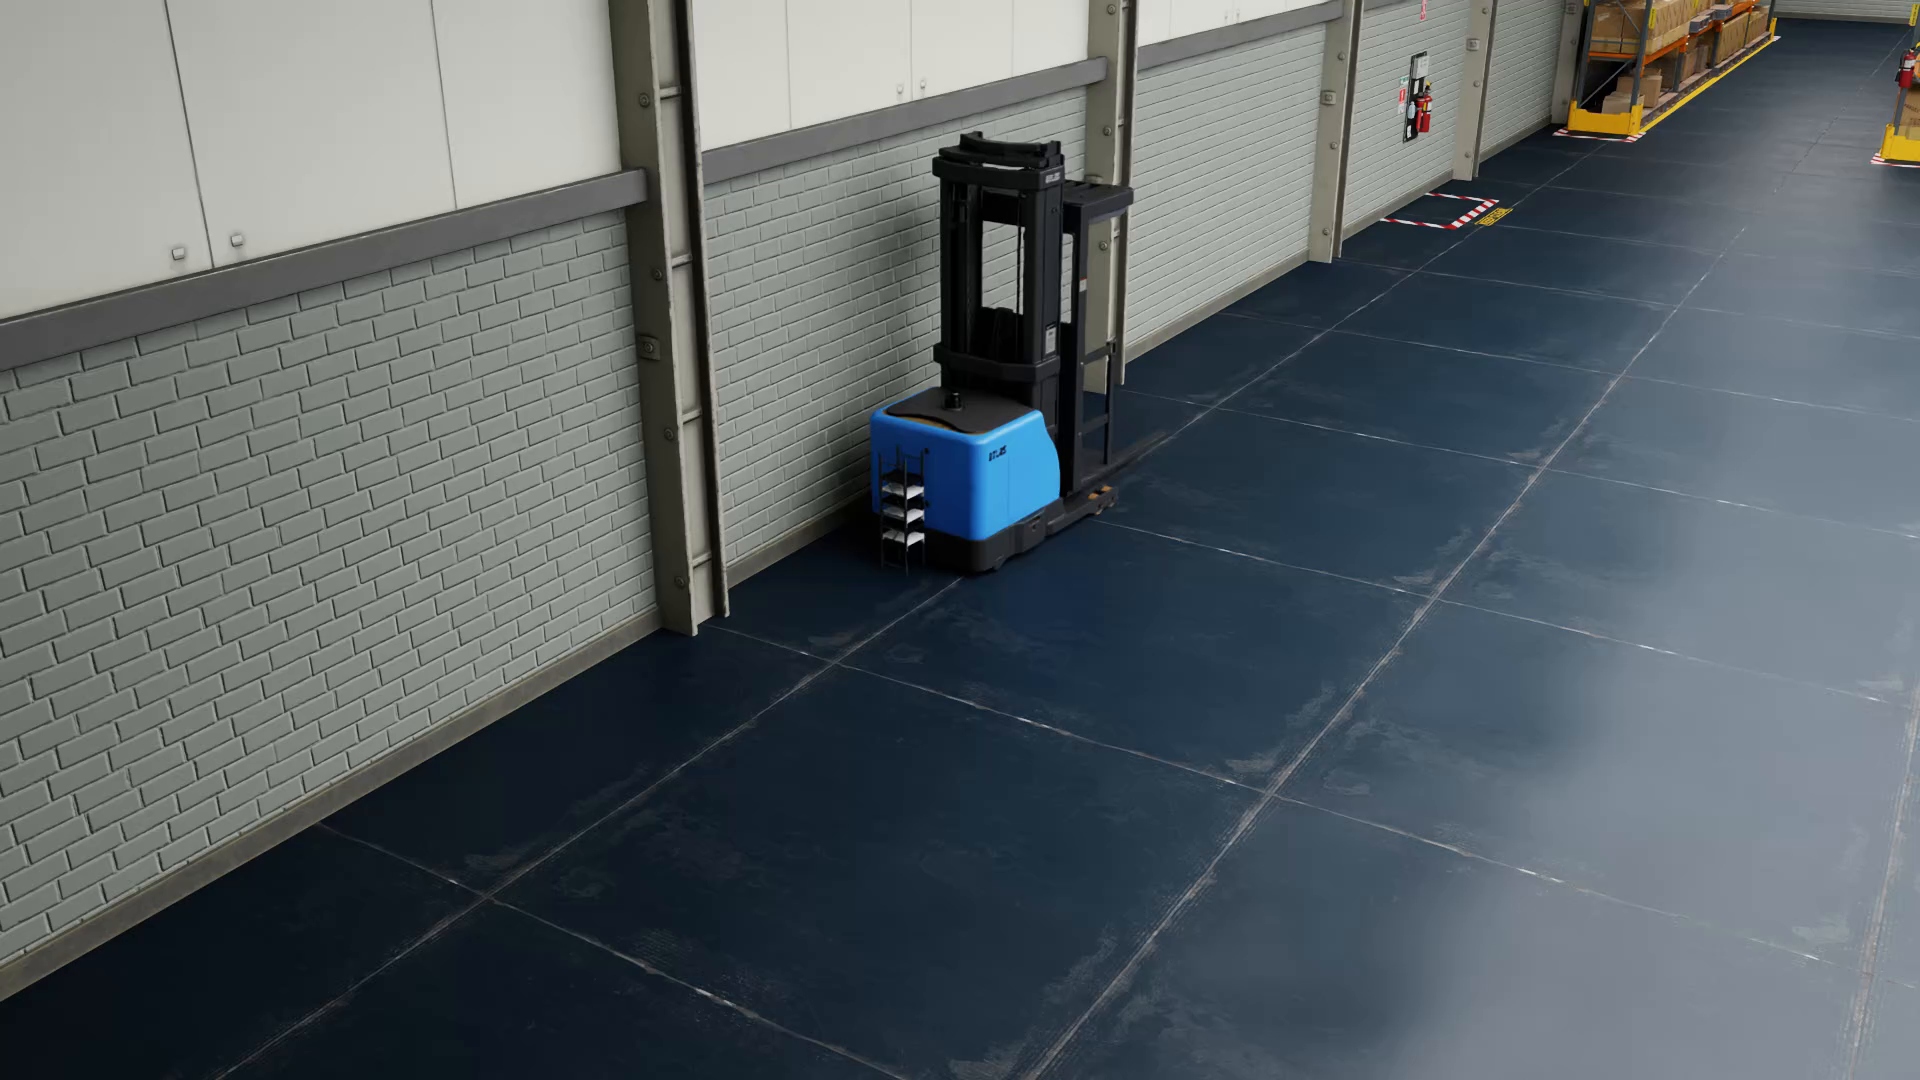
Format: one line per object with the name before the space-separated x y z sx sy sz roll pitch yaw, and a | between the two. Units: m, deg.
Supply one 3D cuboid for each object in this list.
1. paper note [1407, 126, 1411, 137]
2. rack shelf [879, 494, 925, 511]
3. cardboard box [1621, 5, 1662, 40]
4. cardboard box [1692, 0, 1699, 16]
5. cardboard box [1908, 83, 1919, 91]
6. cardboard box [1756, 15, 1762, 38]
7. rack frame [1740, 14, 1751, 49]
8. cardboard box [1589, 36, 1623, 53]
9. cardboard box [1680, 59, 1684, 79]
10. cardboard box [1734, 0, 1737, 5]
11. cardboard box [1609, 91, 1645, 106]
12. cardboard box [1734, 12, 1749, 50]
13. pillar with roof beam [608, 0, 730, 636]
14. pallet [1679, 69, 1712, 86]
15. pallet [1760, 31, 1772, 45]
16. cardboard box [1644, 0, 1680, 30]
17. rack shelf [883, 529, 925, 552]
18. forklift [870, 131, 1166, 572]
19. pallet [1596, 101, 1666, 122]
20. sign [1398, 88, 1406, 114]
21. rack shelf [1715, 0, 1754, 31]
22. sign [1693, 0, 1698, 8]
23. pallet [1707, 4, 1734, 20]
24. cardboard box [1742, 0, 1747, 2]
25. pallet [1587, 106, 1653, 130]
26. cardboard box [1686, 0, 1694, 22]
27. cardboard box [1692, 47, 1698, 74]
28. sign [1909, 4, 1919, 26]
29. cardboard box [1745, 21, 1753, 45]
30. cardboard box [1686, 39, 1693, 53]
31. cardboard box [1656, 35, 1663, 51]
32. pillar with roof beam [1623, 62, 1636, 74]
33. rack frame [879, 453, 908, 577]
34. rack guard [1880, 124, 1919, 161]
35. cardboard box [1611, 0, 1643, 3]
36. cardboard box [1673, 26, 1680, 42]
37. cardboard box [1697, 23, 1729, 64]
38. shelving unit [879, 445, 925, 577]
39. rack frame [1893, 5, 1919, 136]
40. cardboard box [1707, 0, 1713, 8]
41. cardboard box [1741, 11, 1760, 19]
paper note | 6.196 -5.631 22.926 0.016 0.148 0.142 14 27 29
rack shelf | -0.416 -0.259 11.908 0.258 0.077 0.200 16 28 32
cardboard box | 11.722 -8.897 28.581 0.500 0.500 0.500 14 27 29
cardboard box | 13.923 -10.464 32.301 0.700 0.500 0.500 17 29 34
cardboard box | 15.970 -7.336 27.745 0.500 0.500 0.500 14 27 29
cardboard box | 18.841 -12.364 39.988 0.700 0.500 0.500 13 27 27
rack frame | 17.544 -12.564 37.833 1.000 3.000 0.127 14 27 29
cardboard box | 11.296 -8.653 28.961 0.500 0.250 0.500 14 27 30
cardboard box | 13.928 -9.356 33.014 0.700 0.500 0.500 13 27 28
cardboard box | 16.749 -11.778 36.308 0.380 0.149 0.250 15 27 31
cardboard box | 11.957 -7.889 29.864 0.500 0.311 0.500 16 28 33
cardboard box | 17.312 -11.524 37.607 0.750 0.750 0.750 14 27 30
pillar with roof beam | 1.846 -2.682 7.455 9.100 9.000 0.400 14 27 29
pallet | 15.021 -9.671 34.660 1.003 0.211 1.213 14 27 29
pallet | 19.299 -12.348 40.844 1.003 0.211 1.213 14 27 29
cardboard box | 12.531 -9.411 29.769 0.500 0.500 0.500 15 27 31
rack shelf | -0.416 -0.011 12.015 0.258 0.077 0.200 16 28 32
forklift | 0.601 -1.644 12.693 1.130 2.935 3.031 16 28 32
pallet | 12.357 -7.937 30.654 1.003 0.211 1.213 14 27 29
sign | 5.969 -5.932 22.468 0.001 0.329 0.234 14 27 29
rack shelf | 16.489 -11.559 36.417 1.077 0.370 4.000 14 27 29
sign | 13.789 -10.150 31.167 0.100 0.325 0.005 14 27 29
pallet | 15.149 -10.863 34.145 1.213 0.211 1.003 14 27 29
cardboard box | 17.229 -12.015 36.856 0.380 0.149 0.250 14 27 29
pallet | 11.713 -7.527 29.707 1.003 0.211 1.213 14 27 29
cardboard box | 13.338 -9.924 30.954 0.500 0.500 0.500 14 27 29
cardboard box | 14.728 -9.866 34.192 0.700 0.500 0.500 14 27 29
sign | 14.971 -8.236 26.079 0.100 0.325 0.005 14 27 29
cardboard box | 18.026 -11.841 38.780 0.700 0.500 0.500 14 27 30
cardboard box | 14.478 -10.005 33.571 0.500 0.250 0.500 14 27 29
cardboard box | 12.003 -8.731 29.142 0.500 0.250 0.500 13 27 27
pillar with roof beam | 17.671 -12.808 30.844 9.100 9.000 0.400 14 27 29
rack frame | -0.476 -0.174 11.855 0.240 0.900 0.006 16 28 32
rack guard | 15.412 -6.322 26.560 1.175 0.500 0.348 14 27 29
cardboard box | 11.825 -9.345 29.617 0.500 0.500 0.500 13 27 28
cardboard box | 12.810 -9.242 30.322 0.500 0.250 0.500 14 27 29
cardboard box | 15.934 -10.641 35.568 0.750 0.750 0.750 13 27 28
shelving unit | -0.416 -0.207 11.931 0.258 0.900 0.210 16 28 32
rack frame | 15.425 -7.477 26.082 1.000 3.000 0.127 14 27 29
cardboard box | 14.923 -11.107 33.787 0.700 0.500 0.500 11 26 24
cardboard box | 18.637 -12.392 39.236 0.380 0.149 0.250 13 27 27
